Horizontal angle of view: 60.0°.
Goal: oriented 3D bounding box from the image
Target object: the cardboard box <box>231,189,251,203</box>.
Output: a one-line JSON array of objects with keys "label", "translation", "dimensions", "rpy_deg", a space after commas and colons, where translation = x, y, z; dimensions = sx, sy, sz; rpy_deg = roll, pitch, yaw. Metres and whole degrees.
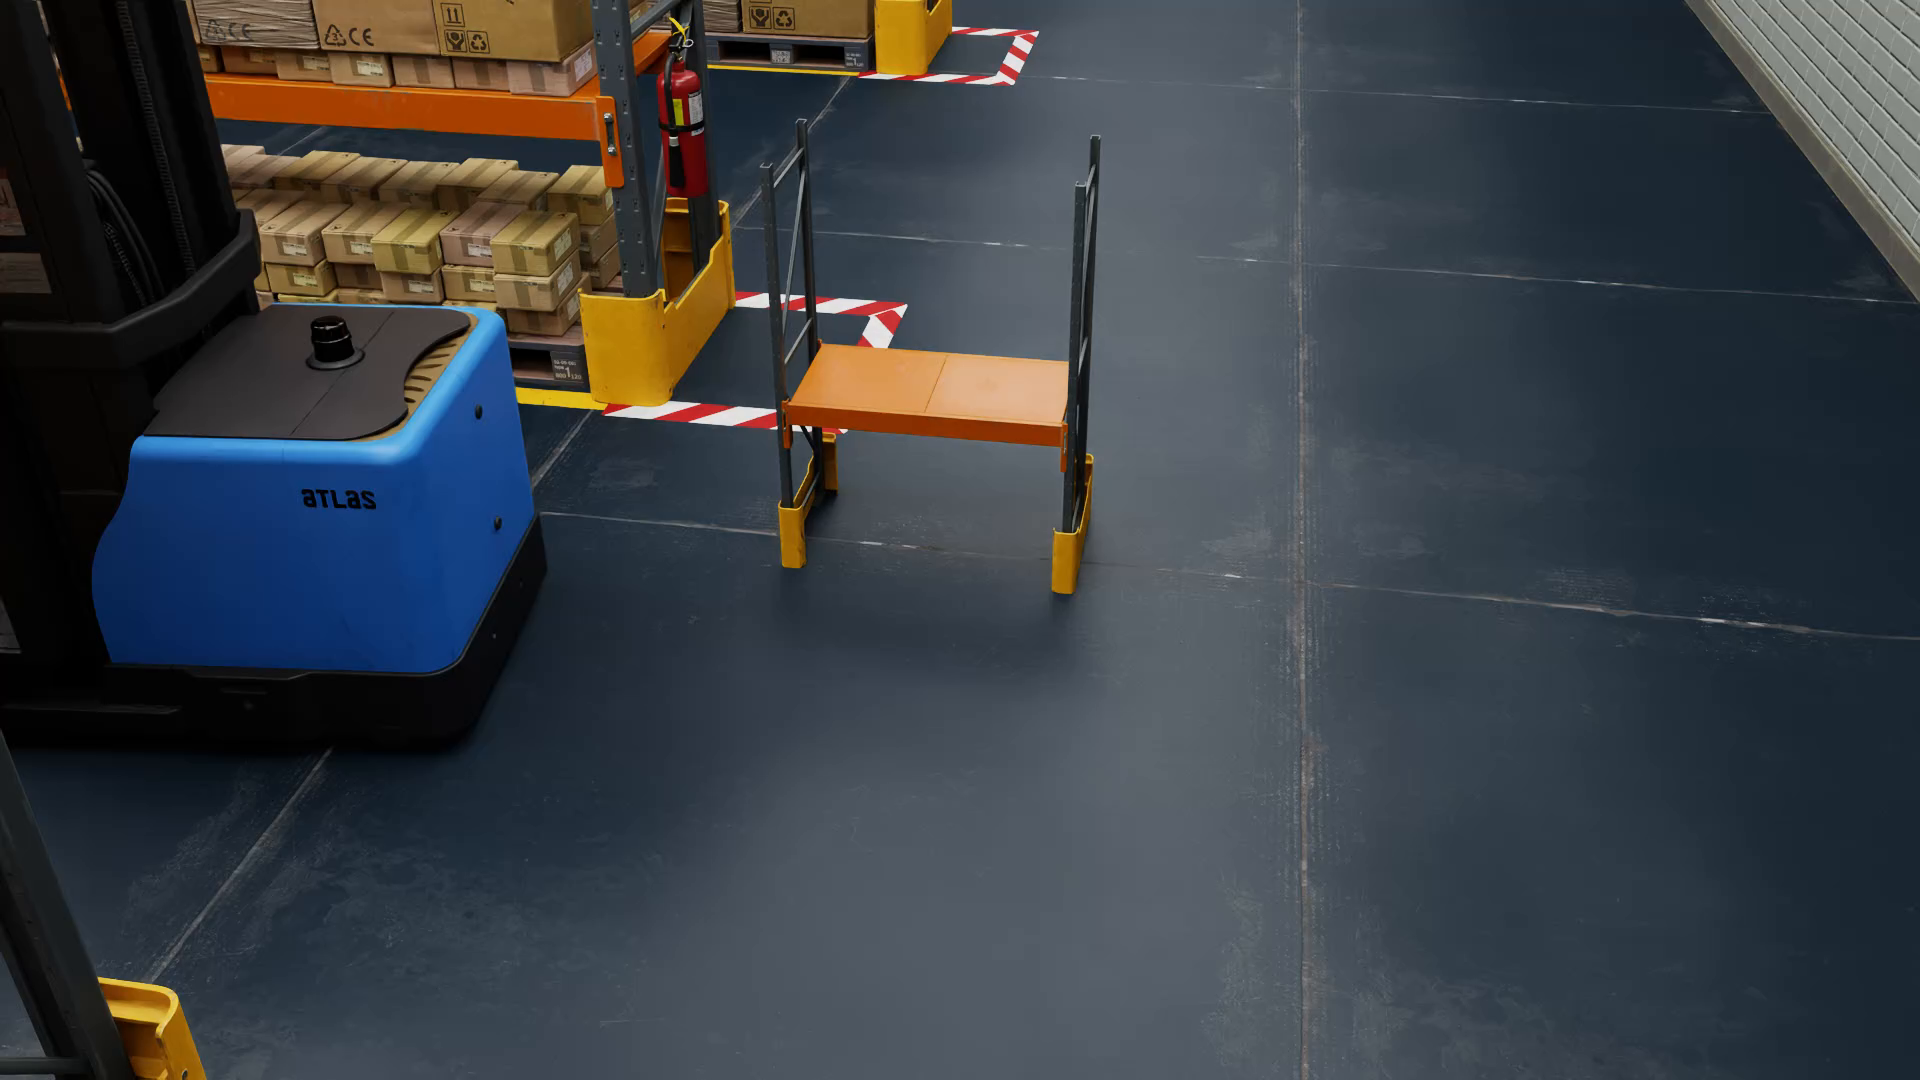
[{"label": "cardboard box", "translation": [-3.375, -1.440, 7.454], "dimensions": [0.250, 0.149, 0.380], "rpy_deg": [5, 32, 8]}]

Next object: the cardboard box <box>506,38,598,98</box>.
[{"label": "cardboard box", "translation": [-1.642, -1.928, 6.740], "dimensions": [0.250, 0.149, 0.380], "rpy_deg": [5, 32, 8]}]

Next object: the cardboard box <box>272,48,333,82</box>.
[{"label": "cardboard box", "translation": [-2.641, -2.034, 6.909], "dimensions": [0.250, 0.149, 0.380], "rpy_deg": [4, 32, 6]}]

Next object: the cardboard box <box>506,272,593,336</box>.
[{"label": "cardboard box", "translation": [-1.827, -1.061, 7.409], "dimensions": [0.250, 0.149, 0.380], "rpy_deg": [6, 32, 9]}]

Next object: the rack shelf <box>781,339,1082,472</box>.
[{"label": "rack shelf", "translation": [-0.084, -0.491, 5.960], "dimensions": [1.000, 0.185, 0.538], "rpy_deg": [5, 32, 8]}]

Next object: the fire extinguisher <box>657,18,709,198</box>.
[{"label": "fire extinguisher", "translation": [-1.102, -1.698, 6.561], "dimensions": [0.183, 0.674, 0.296], "rpy_deg": [5, 32, 8]}]

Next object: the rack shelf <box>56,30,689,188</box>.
[{"label": "rack shelf", "translation": [-3.244, -2.027, 7.339], "dimensions": [4.000, 0.370, 1.077], "rpy_deg": [5, 32, 8]}]

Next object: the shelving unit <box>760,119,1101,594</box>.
[{"label": "shelving unit", "translation": [-0.075, -0.643, 5.863], "dimensions": [1.083, 1.500, 0.587], "rpy_deg": [5, 32, 8]}]

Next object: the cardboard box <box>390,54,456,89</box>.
[{"label": "cardboard box", "translation": [-2.130, -1.984, 6.830], "dimensions": [0.250, 0.149, 0.380], "rpy_deg": [5, 32, 8]}]

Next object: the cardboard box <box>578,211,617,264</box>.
[{"label": "cardboard box", "translation": [-1.746, -1.430, 7.718], "dimensions": [0.250, 0.149, 0.380], "rpy_deg": [6, 33, 10]}]

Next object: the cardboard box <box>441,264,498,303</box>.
[{"label": "cardboard box", "translation": [-2.090, -1.198, 7.348], "dimensions": [0.250, 0.149, 0.380], "rpy_deg": [4, 32, 7]}]

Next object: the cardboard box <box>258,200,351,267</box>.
[{"label": "cardboard box", "translation": [-2.871, -1.350, 7.310], "dimensions": [0.250, 0.149, 0.380], "rpy_deg": [6, 33, 10]}]

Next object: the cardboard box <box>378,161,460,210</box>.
[{"label": "cardboard box", "translation": [-2.509, -1.629, 7.757], "dimensions": [0.250, 0.149, 0.380], "rpy_deg": [4, 32, 6]}]

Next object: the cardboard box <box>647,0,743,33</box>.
[{"label": "cardboard box", "translation": [-1.880, -4.112, 11.599], "dimensions": [0.875, 0.875, 0.875], "rpy_deg": [5, 32, 8]}]

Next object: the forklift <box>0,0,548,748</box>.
[{"label": "forklift", "translation": [-3.009, -0.888, 4.907], "dimensions": [3.031, 2.935, 1.130], "rpy_deg": [2, 32, 3]}]

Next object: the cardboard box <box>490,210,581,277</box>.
[{"label": "cardboard box", "translation": [-1.837, -1.290, 7.214], "dimensions": [0.250, 0.149, 0.380], "rpy_deg": [6, 32, 9]}]

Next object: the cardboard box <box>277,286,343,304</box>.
[{"label": "cardboard box", "translation": [-2.851, -1.105, 7.479], "dimensions": [0.250, 0.149, 0.380], "rpy_deg": [4, 32, 6]}]

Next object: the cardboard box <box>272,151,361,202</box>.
[{"label": "cardboard box", "translation": [-3.033, -1.707, 7.880], "dimensions": [0.250, 0.149, 0.380], "rpy_deg": [6, 32, 9]}]

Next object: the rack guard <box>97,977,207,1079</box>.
[{"label": "rack guard", "translation": [-1.982, 1.506, 3.372], "dimensions": [0.348, 0.500, 1.175], "rpy_deg": [5, 32, 8]}]

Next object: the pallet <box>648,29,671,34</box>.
[{"label": "pallet", "translation": [-2.339, -3.697, 11.957], "dimensions": [1.213, 0.211, 1.003], "rpy_deg": [5, 32, 8]}]

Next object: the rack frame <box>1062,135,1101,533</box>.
[{"label": "rack frame", "translation": [0.417, -0.598, 5.792], "dimensions": [0.032, 1.500, 0.500], "rpy_deg": [5, 32, 8]}]

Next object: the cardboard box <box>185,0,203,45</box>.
[{"label": "cardboard box", "translation": [-3.257, -2.366, 6.828], "dimensions": [0.500, 0.500, 0.500], "rpy_deg": [7, 33, 11]}]

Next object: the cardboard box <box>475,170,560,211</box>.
[{"label": "cardboard box", "translation": [-2.024, -1.561, 7.647], "dimensions": [0.250, 0.149, 0.380], "rpy_deg": [6, 33, 9]}]

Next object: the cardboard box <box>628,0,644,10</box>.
[{"label": "cardboard box", "translation": [-1.669, -2.506, 7.052], "dimensions": [0.500, 0.500, 0.500], "rpy_deg": [7, 33, 11]}]

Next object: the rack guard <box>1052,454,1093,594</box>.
[{"label": "rack guard", "translation": [0.416, -0.068, 6.124], "dimensions": [0.087, 0.250, 0.587], "rpy_deg": [5, 32, 8]}]

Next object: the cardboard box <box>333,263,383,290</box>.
[{"label": "cardboard box", "translation": [-2.601, -1.270, 7.463], "dimensions": [0.250, 0.149, 0.380], "rpy_deg": [5, 32, 8]}]

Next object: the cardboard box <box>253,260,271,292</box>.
[{"label": "cardboard box", "translation": [-3.116, -1.264, 7.453], "dimensions": [0.250, 0.149, 0.380], "rpy_deg": [7, 33, 11]}]

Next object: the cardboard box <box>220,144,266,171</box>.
[{"label": "cardboard box", "translation": [-3.523, -1.758, 7.963], "dimensions": [0.250, 0.149, 0.380], "rpy_deg": [4, 32, 6]}]

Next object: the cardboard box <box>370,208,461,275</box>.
[{"label": "cardboard box", "translation": [-2.352, -1.299, 7.228], "dimensions": [0.250, 0.149, 0.380], "rpy_deg": [4, 32, 7]}]

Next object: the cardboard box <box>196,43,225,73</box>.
[{"label": "cardboard box", "translation": [-3.161, -2.104, 7.021], "dimensions": [0.250, 0.149, 0.380], "rpy_deg": [6, 32, 9]}]

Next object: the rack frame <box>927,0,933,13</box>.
[{"label": "rack frame", "translation": [-0.339, -4.738, 10.993], "dimensions": [0.127, 3.000, 1.000], "rpy_deg": [5, 32, 8]}]

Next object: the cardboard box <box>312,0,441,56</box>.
[{"label": "cardboard box", "translation": [-2.266, -2.276, 6.684], "dimensions": [0.500, 0.500, 0.500], "rpy_deg": [5, 32, 7]}]

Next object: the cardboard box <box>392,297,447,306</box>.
[{"label": "cardboard box", "translation": [-2.343, -1.099, 7.470], "dimensions": [0.250, 0.149, 0.380], "rpy_deg": [5, 32, 8]}]
